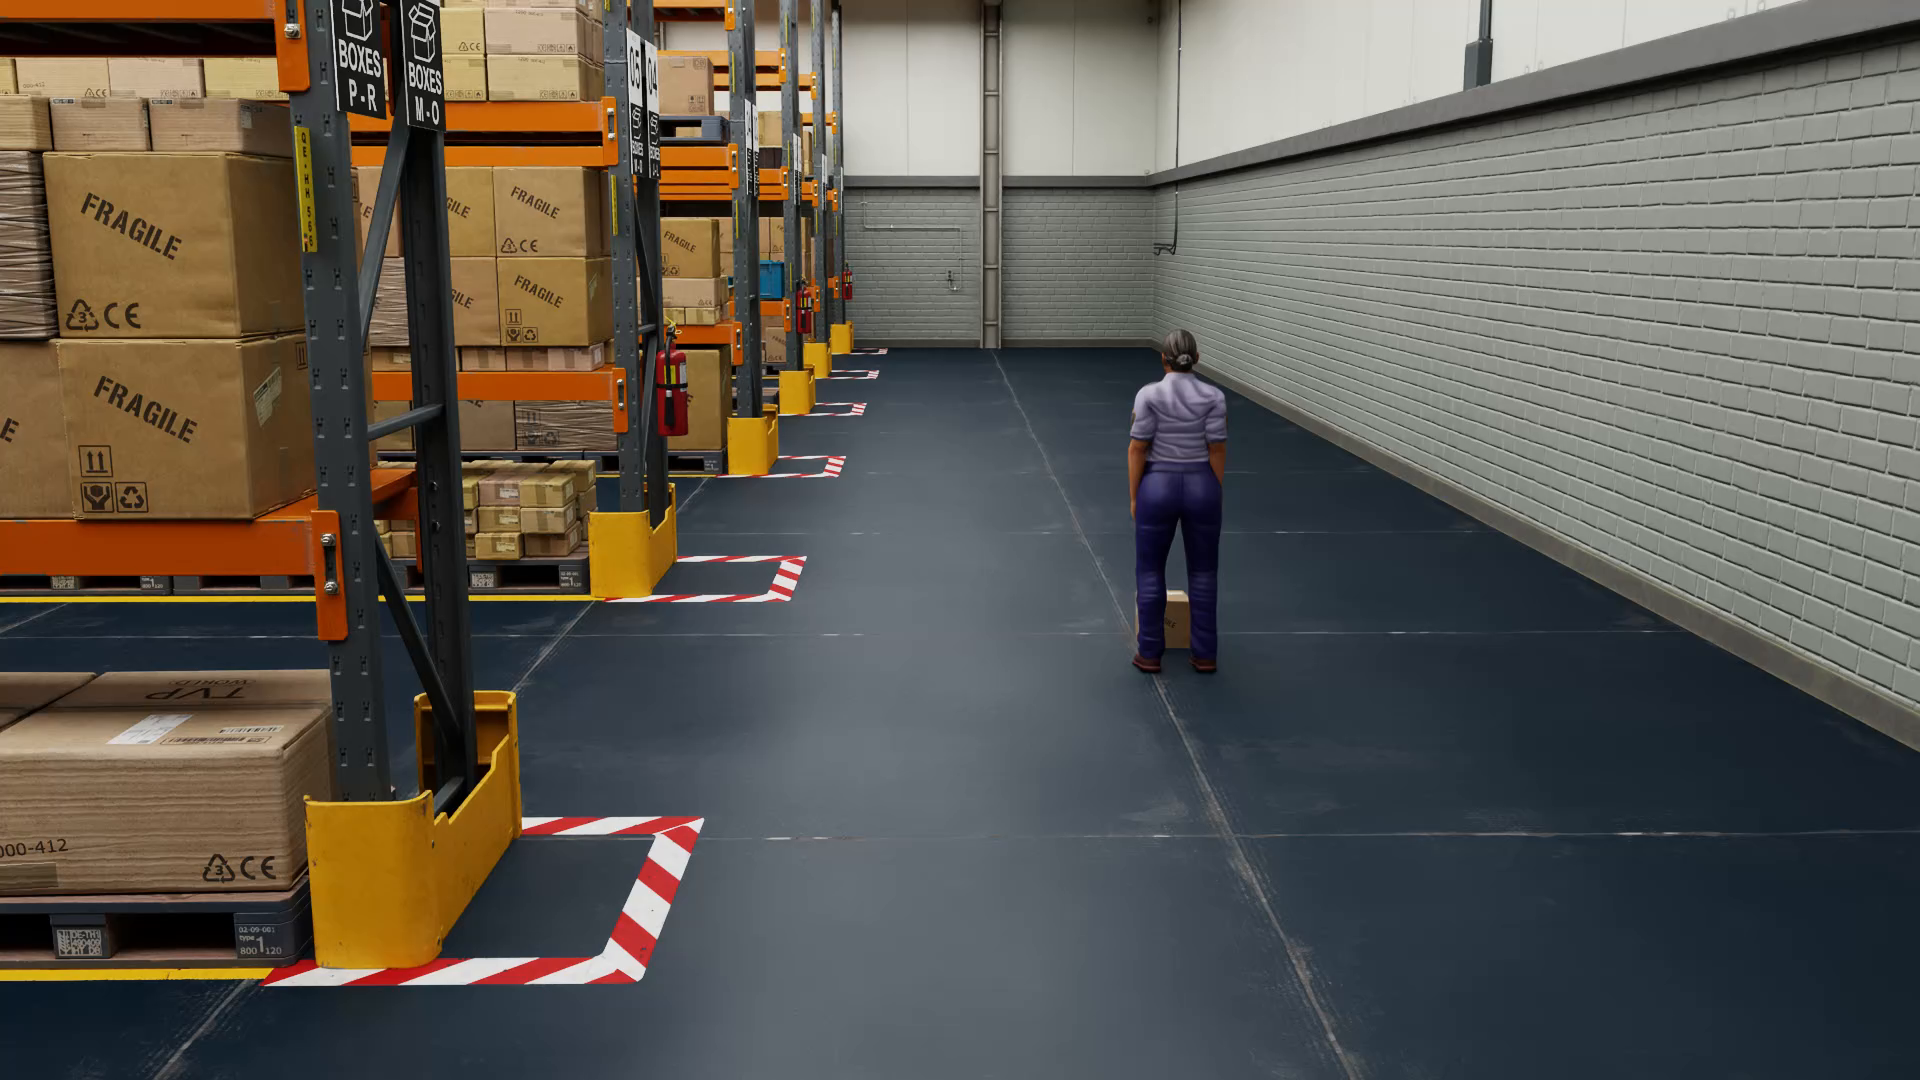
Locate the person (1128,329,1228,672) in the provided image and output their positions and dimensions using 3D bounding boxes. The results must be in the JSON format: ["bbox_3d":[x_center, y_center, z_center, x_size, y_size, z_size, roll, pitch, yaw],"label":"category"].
[{"bbox_3d":[1.033,-0.186,7.983,0.467,1.646,0.342,0,10,0],"label":"person"}]
